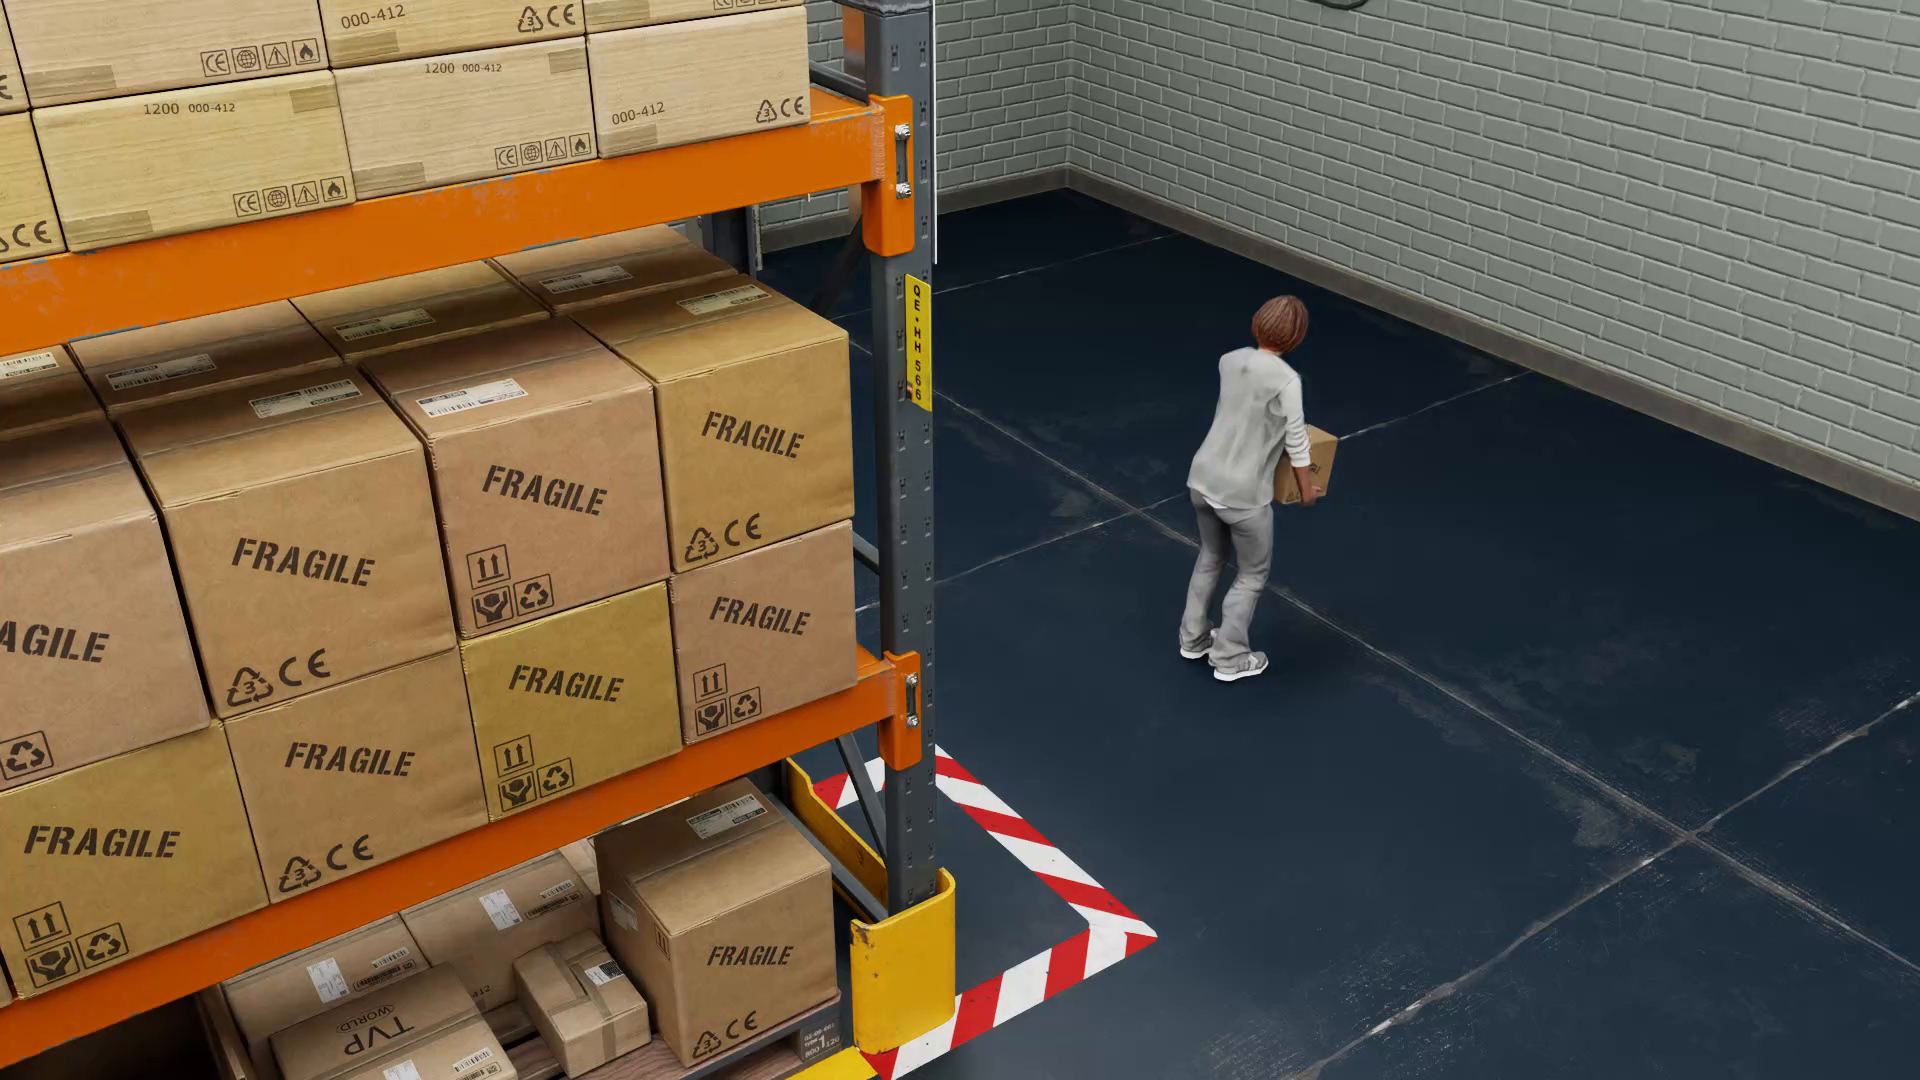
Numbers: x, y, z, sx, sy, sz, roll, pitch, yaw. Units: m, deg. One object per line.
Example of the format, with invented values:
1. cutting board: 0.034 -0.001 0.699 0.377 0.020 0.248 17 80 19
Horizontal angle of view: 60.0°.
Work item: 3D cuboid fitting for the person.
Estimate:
1. person: 1.140 -0.191 6.543 0.533 1.543 0.372 -20 35 -31
